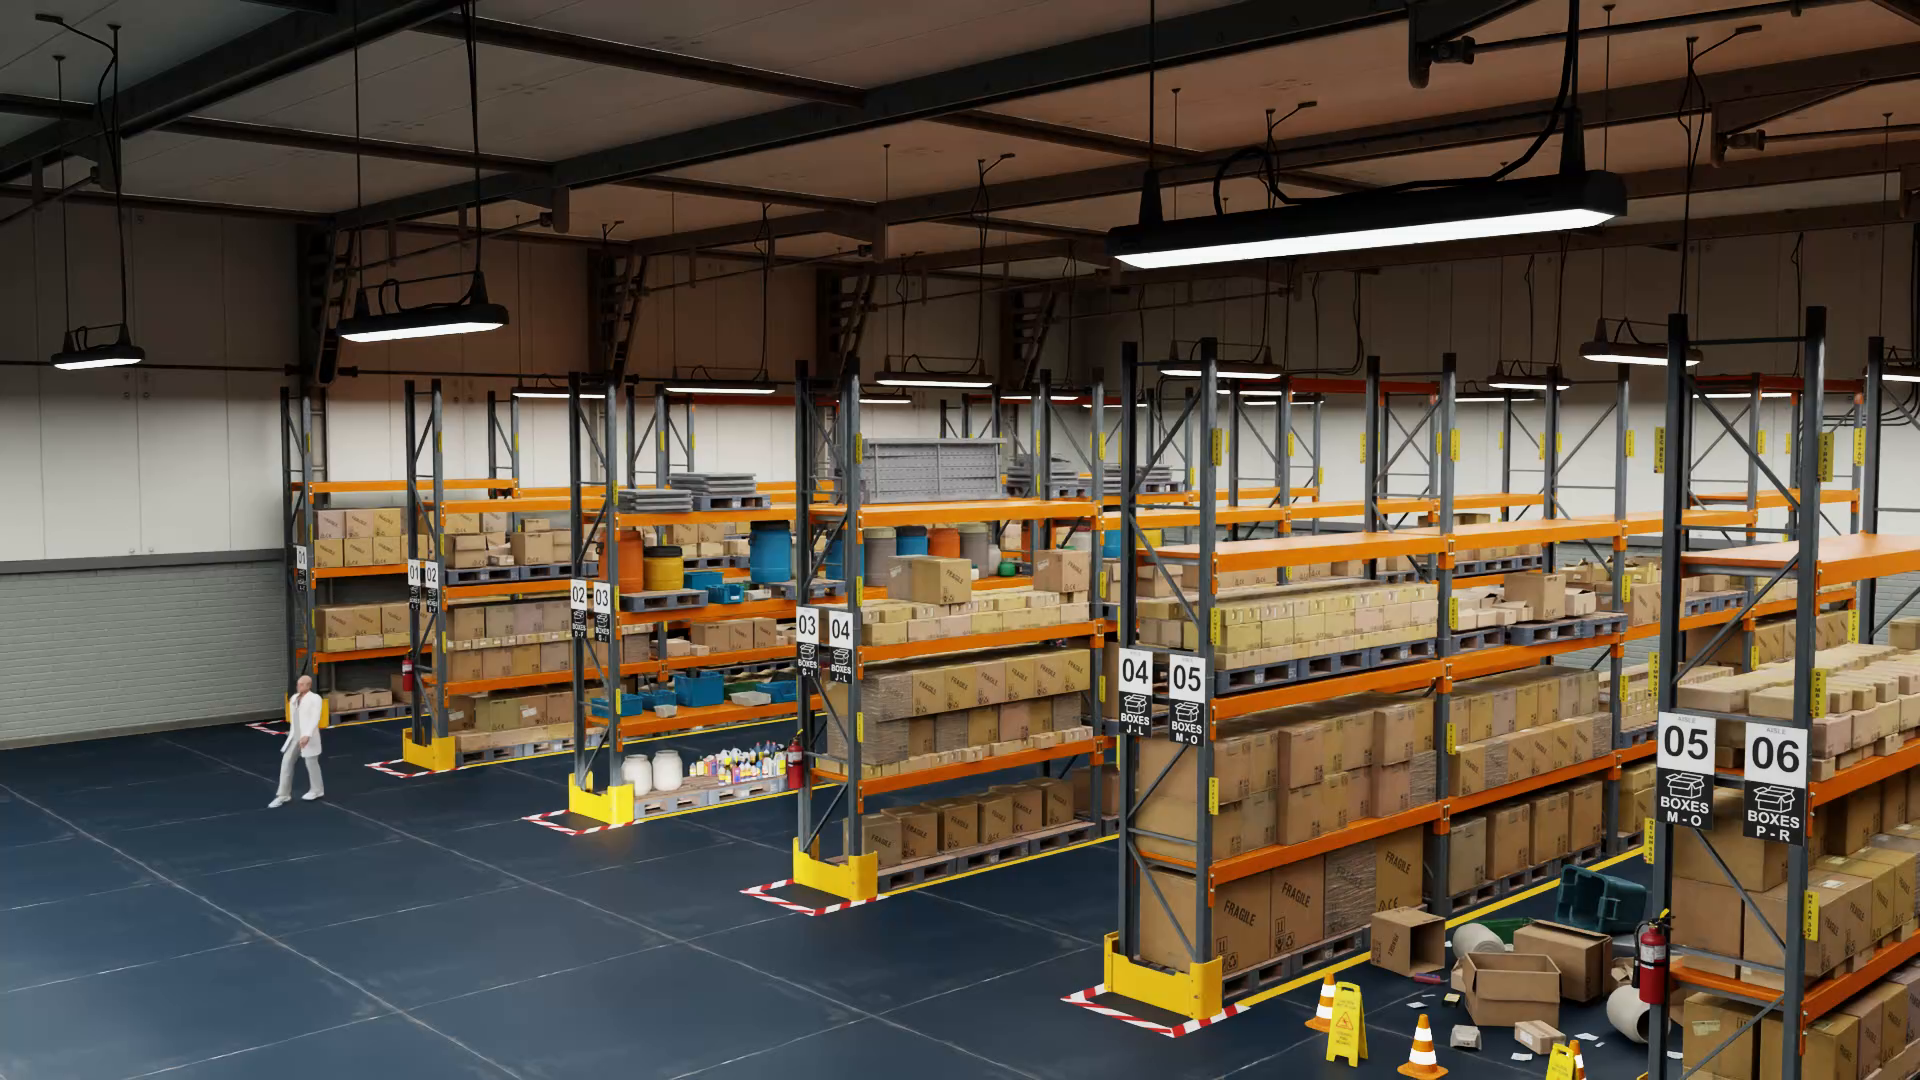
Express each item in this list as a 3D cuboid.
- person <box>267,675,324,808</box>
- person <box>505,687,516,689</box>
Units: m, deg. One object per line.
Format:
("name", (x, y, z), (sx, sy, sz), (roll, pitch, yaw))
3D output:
("person", (-9.221, 2.803, 23.234), (0.572, 1.802, 0.790), (1, 4, 16))
("person", (-7.791, 2.503, 28.881), (0.490, 1.634, 0.785), (2, 4, 24))
